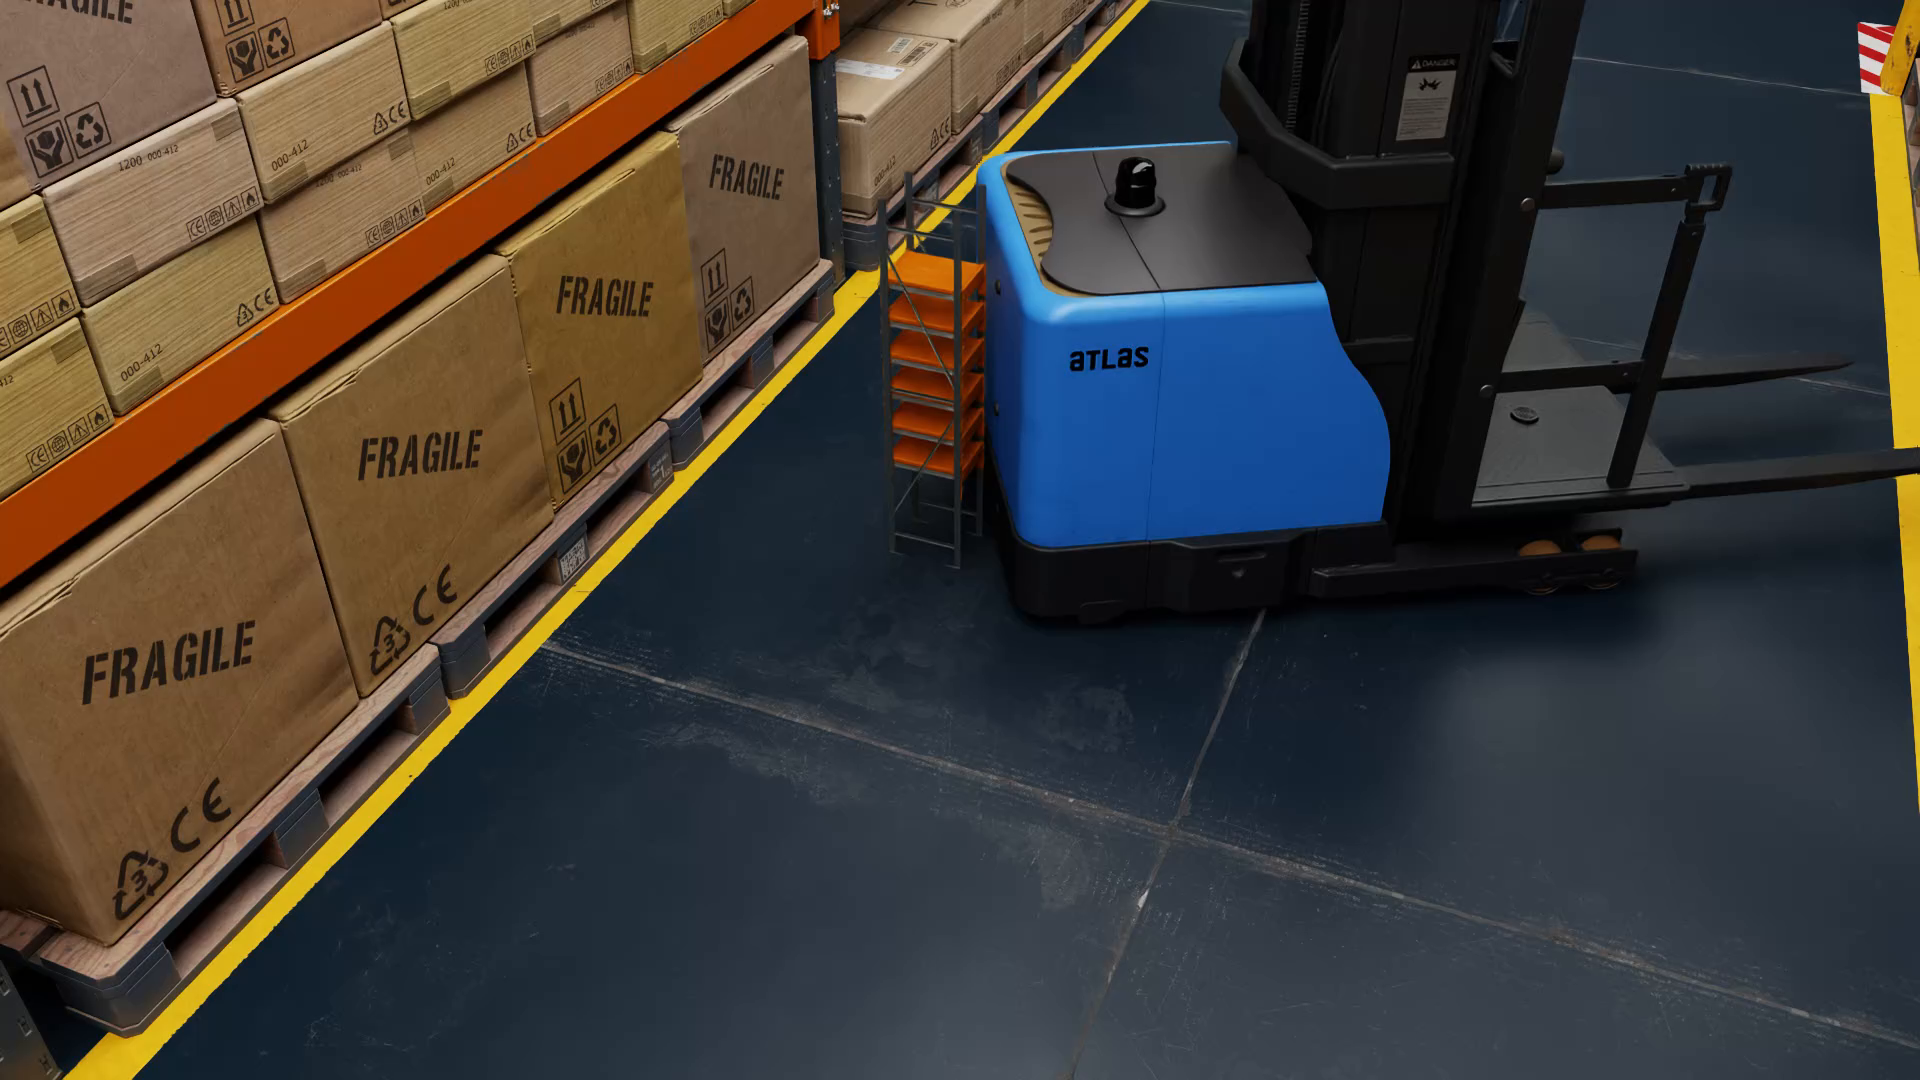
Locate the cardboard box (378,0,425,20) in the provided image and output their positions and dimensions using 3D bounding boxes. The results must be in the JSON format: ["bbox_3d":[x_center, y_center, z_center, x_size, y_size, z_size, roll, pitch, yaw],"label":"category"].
[{"bbox_3d":[-1.462,-1.596,3.961,0.500,0.500,0.500,14,39,18],"label":"cardboard box"}]

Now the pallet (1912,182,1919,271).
[{"bbox_3d":[4.377,-1.127,6.581,1.003,0.211,1.213,14,39,18],"label":"pallet"}]

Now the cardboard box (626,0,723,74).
[{"bbox_3d":[-1.072,-1.667,5.100,0.500,0.250,0.500,13,39,17],"label":"cardboard box"}]

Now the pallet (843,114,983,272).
[{"bbox_3d":[-0.578,-1.601,7.215,1.003,0.211,1.213,14,39,18],"label":"pallet"}]

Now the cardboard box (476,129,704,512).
[{"bbox_3d":[-1.439,-0.768,5.196,0.875,0.875,0.875,15,39,19],"label":"cardboard box"}]

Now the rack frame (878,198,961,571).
[{"bbox_3d":[-0.109,-0.414,4.802,0.240,1.200,0.006,14,39,17],"label":"rack frame"}]

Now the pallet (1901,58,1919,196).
[{"bbox_3d":[4.842,-1.800,7.482,1.003,0.211,1.213,14,39,18],"label":"pallet"}]

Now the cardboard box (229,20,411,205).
[{"bbox_3d":[-1.642,-1.023,3.821,0.500,0.250,0.500,14,39,18],"label":"cardboard box"}]

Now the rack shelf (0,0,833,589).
[{"bbox_3d":[-1.701,-0.919,4.575,1.077,0.370,4.000,14,39,18],"label":"rack shelf"}]

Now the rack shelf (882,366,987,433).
[{"bbox_3d":[-0.075,-0.429,4.896,0.258,0.103,0.180,14,39,17],"label":"rack shelf"}]

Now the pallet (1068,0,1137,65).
[{"bbox_3d":[0.350,-2.952,9.023,1.003,0.211,1.213,14,39,18],"label":"pallet"}]

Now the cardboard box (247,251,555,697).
[{"bbox_3d":[-1.779,-0.273,4.534,0.875,0.875,0.875,14,39,18],"label":"cardboard box"}]

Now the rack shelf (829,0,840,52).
[{"bbox_3d":[-0.179,-3.134,7.538,1.077,0.370,4.000,14,39,18],"label":"rack shelf"}]

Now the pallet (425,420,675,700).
[{"bbox_3d":[-1.627,-0.075,5.174,1.003,0.211,1.213,14,39,18],"label":"pallet"}]

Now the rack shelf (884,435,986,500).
[{"bbox_3d":[-0.075,-0.237,5.040,0.258,0.103,0.180,14,39,17],"label":"rack shelf"}]

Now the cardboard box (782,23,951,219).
[{"bbox_3d":[-0.602,-1.780,6.915,0.875,0.438,0.875,13,39,17],"label":"cardboard box"}]

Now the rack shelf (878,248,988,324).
[{"bbox_3d":[-0.075,-0.718,4.681,0.258,0.103,0.180,14,39,17],"label":"rack shelf"}]

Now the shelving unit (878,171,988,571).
[{"bbox_3d":[-0.075,-0.465,4.870,0.258,1.200,0.189,14,39,17],"label":"shelving unit"}]

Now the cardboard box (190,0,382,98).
[{"bbox_3d":[-1.657,-1.317,3.588,0.500,0.500,0.500,15,39,19],"label":"cardboard box"}]

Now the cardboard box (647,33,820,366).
[{"bbox_3d":[-1.102,-1.270,5.868,0.875,0.875,0.875,15,39,19],"label":"cardboard box"}]

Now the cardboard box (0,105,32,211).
[{"bbox_3d":[-2.048,-0.758,2.840,0.500,0.500,0.500,13,39,16],"label":"cardboard box"}]

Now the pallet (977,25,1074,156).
[{"bbox_3d":[-0.116,-2.278,8.122,1.003,0.211,1.213,14,39,18],"label":"pallet"}]

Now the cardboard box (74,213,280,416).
[{"bbox_3d":[-1.864,-0.542,3.594,0.500,0.250,0.500,13,39,16],"label":"cardboard box"}]

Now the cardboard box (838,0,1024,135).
[{"bbox_3d":[-0.262,-2.275,7.578,0.875,0.438,0.875,13,39,16],"label":"cardboard box"}]

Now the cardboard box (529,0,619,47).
[{"bbox_3d":[-1.258,-1.589,4.577,0.500,0.250,0.500,15,39,19],"label":"cardboard box"}]

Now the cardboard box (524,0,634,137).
[{"bbox_3d":[-1.282,-1.392,4.732,0.500,0.250,0.500,13,39,17],"label":"cardboard box"}]

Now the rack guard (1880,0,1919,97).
[{"bbox_3d":[5.145,-2.357,7.986,1.175,0.500,0.348,14,39,18],"label":"rack guard"}]

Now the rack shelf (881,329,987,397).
[{"bbox_3d":[-0.075,-0.525,4.824,0.258,0.103,0.180,14,39,17],"label":"rack shelf"}]

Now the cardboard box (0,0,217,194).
[{"bbox_3d":[-1.868,-1.034,3.210,0.500,0.500,0.500,14,39,18],"label":"cardboard box"}]

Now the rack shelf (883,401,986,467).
[{"bbox_3d":[-0.075,-0.333,4.968,0.258,0.103,0.180,14,39,17],"label":"rack shelf"}]

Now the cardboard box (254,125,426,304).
[{"bbox_3d":[-1.659,-0.831,3.981,0.500,0.250,0.500,15,39,19],"label":"cardboard box"}]

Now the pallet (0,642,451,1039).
[{"bbox_3d":[-2.092,0.598,4.274,1.003,0.211,1.213,14,39,18],"label":"pallet"}]

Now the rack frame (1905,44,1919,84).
[{"bbox_3d":[5.174,-3.400,7.294,1.000,3.000,0.127,14,39,18],"label":"rack frame"}]

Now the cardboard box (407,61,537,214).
[{"bbox_3d":[-1.475,-1.105,4.348,0.500,0.250,0.500,14,39,18],"label":"cardboard box"}]

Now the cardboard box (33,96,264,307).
[{"bbox_3d":[-1.843,-0.750,3.456,0.500,0.250,0.500,15,39,19],"label":"cardboard box"}]

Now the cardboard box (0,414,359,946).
[{"bbox_3d":[-2.122,0.220,3.875,0.875,0.875,0.875,14,39,17],"label":"cardboard box"}]

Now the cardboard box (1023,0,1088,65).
[{"bbox_3d":[0.083,-2.774,8.245,0.875,0.438,0.875,15,39,19],"label":"cardboard box"}]

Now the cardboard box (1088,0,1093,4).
[{"bbox_3d":[0.423,-3.283,8.926,0.875,0.438,0.875,13,39,16],"label":"cardboard box"}]

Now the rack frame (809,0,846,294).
[{"bbox_3d":[-0.940,-2.314,5.841,1.000,3.000,0.127,14,39,18],"label":"rack frame"}]

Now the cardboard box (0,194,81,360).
[{"bbox_3d":[-2.041,-0.464,3.073,0.500,0.250,0.500,14,39,17],"label":"cardboard box"}]

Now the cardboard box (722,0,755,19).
[{"bbox_3d":[-0.878,-1.949,5.477,0.500,0.250,0.500,13,39,17],"label":"cardboard box"}]

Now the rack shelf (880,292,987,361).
[{"bbox_3d":[-0.075,-0.621,4.753,0.258,0.103,0.180,14,39,17],"label":"rack shelf"}]

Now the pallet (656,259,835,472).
[{"bbox_3d":[-1.164,-0.753,6.081,1.003,0.211,1.213,14,39,18],"label":"pallet"}]

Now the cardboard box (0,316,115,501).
[{"bbox_3d":[-2.043,-0.253,3.209,0.500,0.250,0.500,13,39,17],"label":"cardboard box"}]

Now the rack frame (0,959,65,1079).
[{"bbox_3d":[-2.462,-0.100,2.878,1.000,3.000,0.127,14,39,18],"label":"rack frame"}]

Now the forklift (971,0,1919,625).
[{"bbox_3d":[1.595,-1.318,4.565,3.031,2.935,1.130,-5,37,-6],"label":"forklift"}]

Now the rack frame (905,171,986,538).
[{"bbox_3d":[-0.040,-0.516,4.938,0.240,1.200,0.006,14,39,17],"label":"rack frame"}]

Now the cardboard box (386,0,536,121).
[{"bbox_3d":[-1.437,-1.301,4.193,0.500,0.250,0.500,15,39,19],"label":"cardboard box"}]
